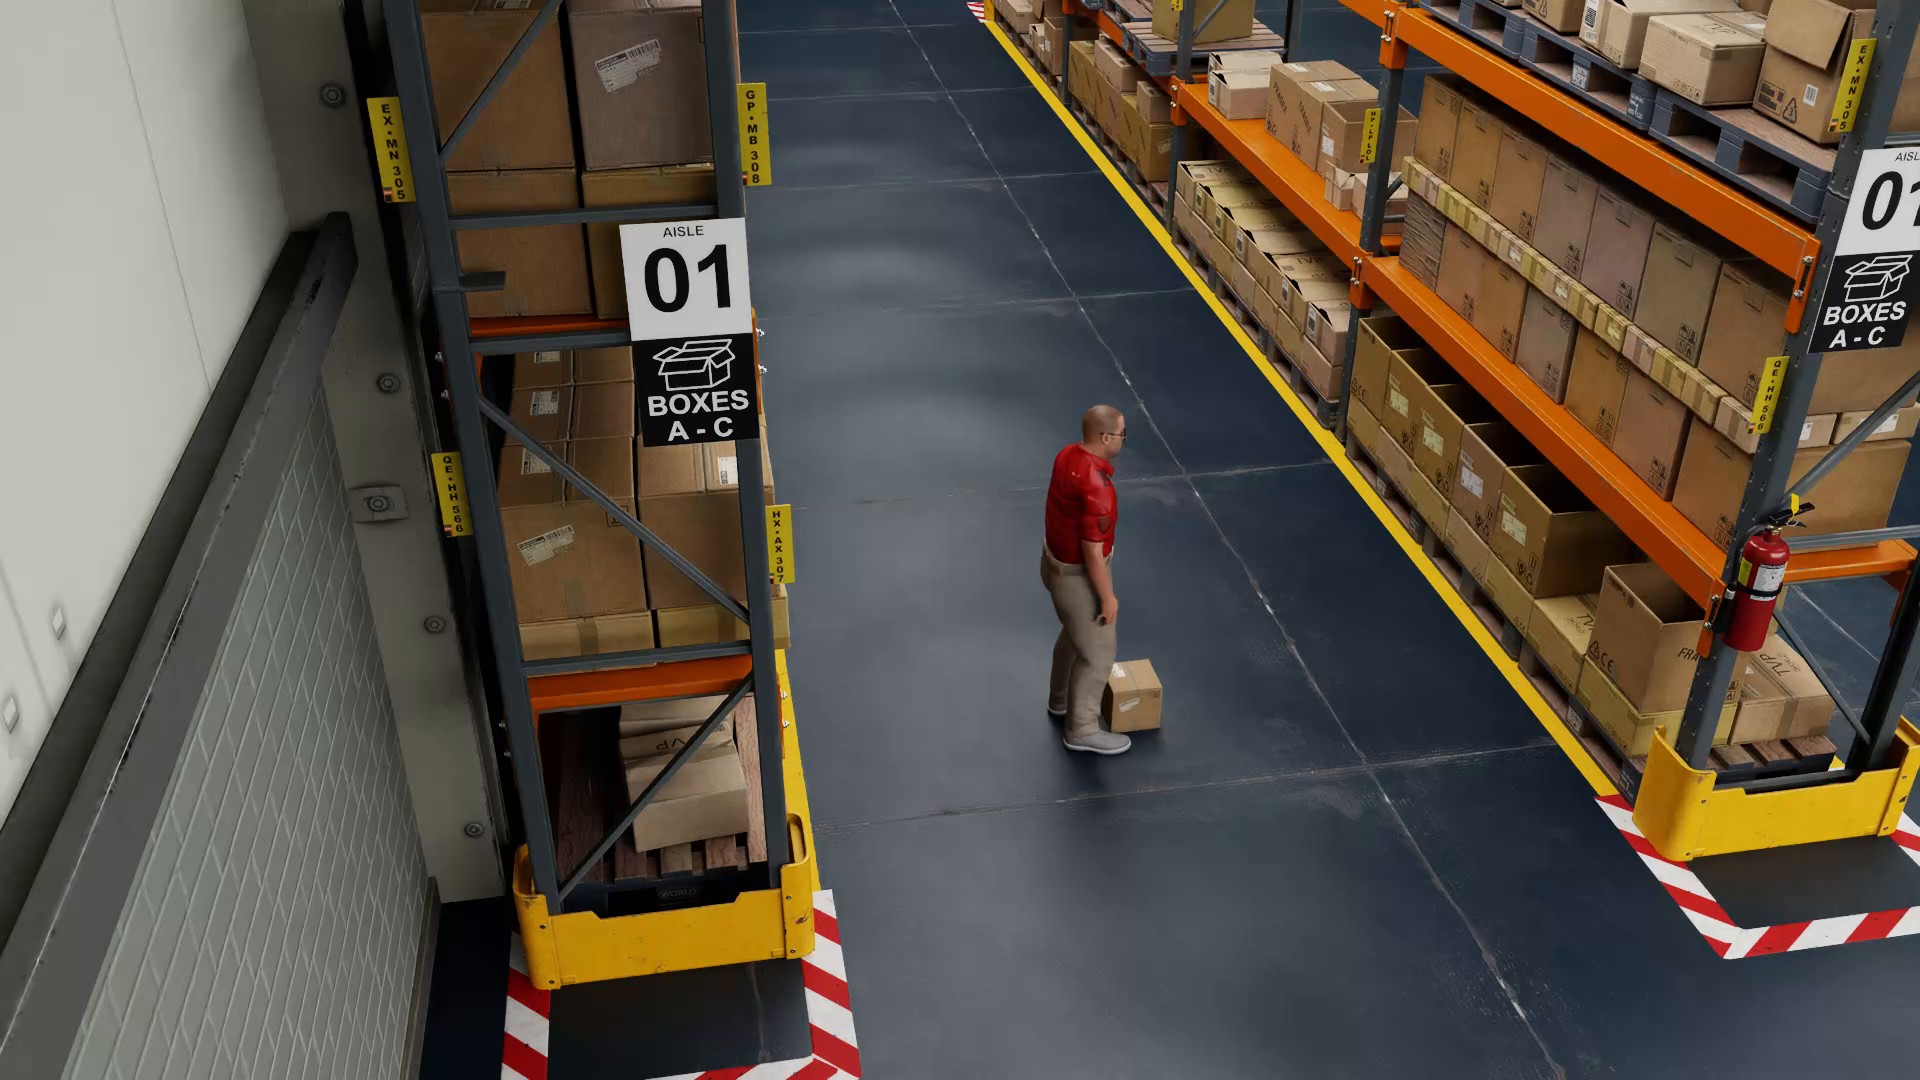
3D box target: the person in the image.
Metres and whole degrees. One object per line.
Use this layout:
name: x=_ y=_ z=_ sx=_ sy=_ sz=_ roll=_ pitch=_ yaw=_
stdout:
person: x=0.595 y=0.166 z=7.870 sx=0.393 sy=1.726 sz=0.601 roll=-7 pitch=31 yaw=-12
